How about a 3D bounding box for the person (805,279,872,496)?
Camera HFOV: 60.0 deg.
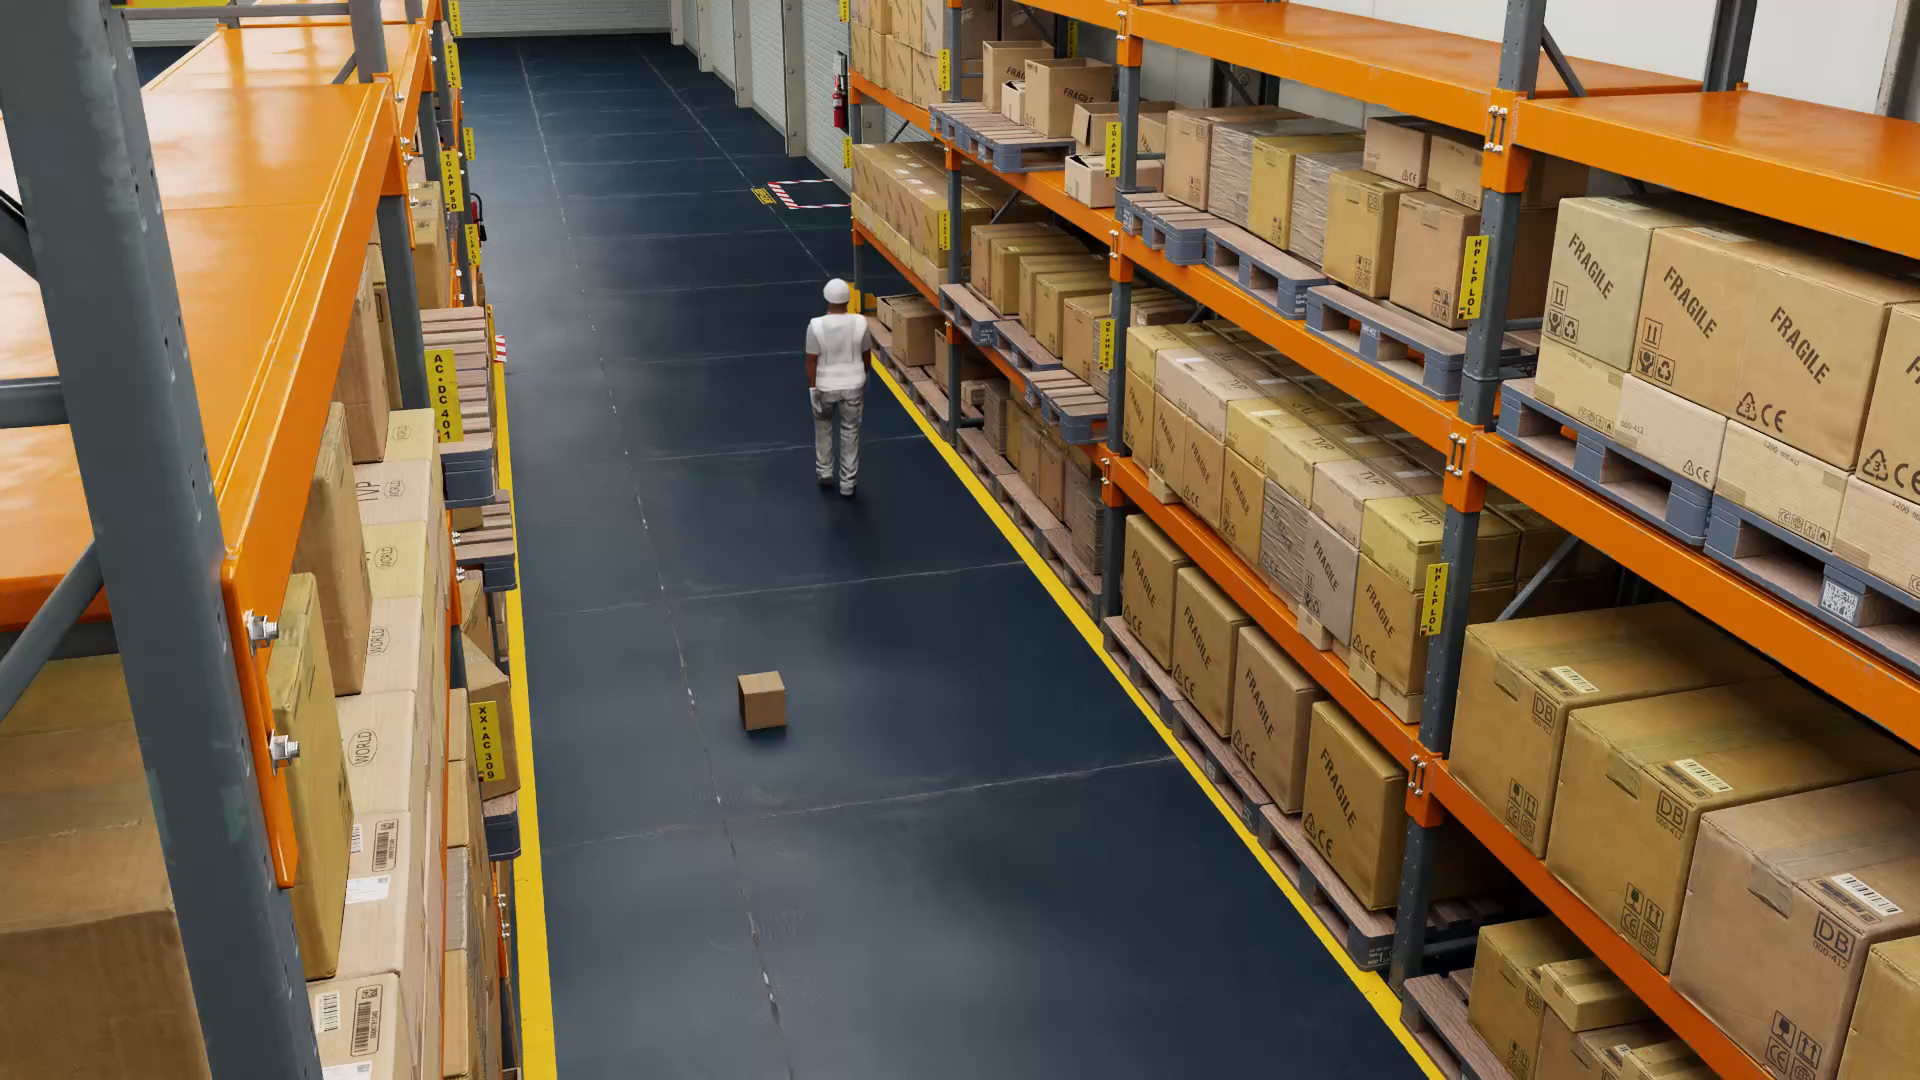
[{"bbox_3d":[-0.987,-1.242,13.590,0.544,1.854,0.602,-3,23,-7],"label":"person"}]
